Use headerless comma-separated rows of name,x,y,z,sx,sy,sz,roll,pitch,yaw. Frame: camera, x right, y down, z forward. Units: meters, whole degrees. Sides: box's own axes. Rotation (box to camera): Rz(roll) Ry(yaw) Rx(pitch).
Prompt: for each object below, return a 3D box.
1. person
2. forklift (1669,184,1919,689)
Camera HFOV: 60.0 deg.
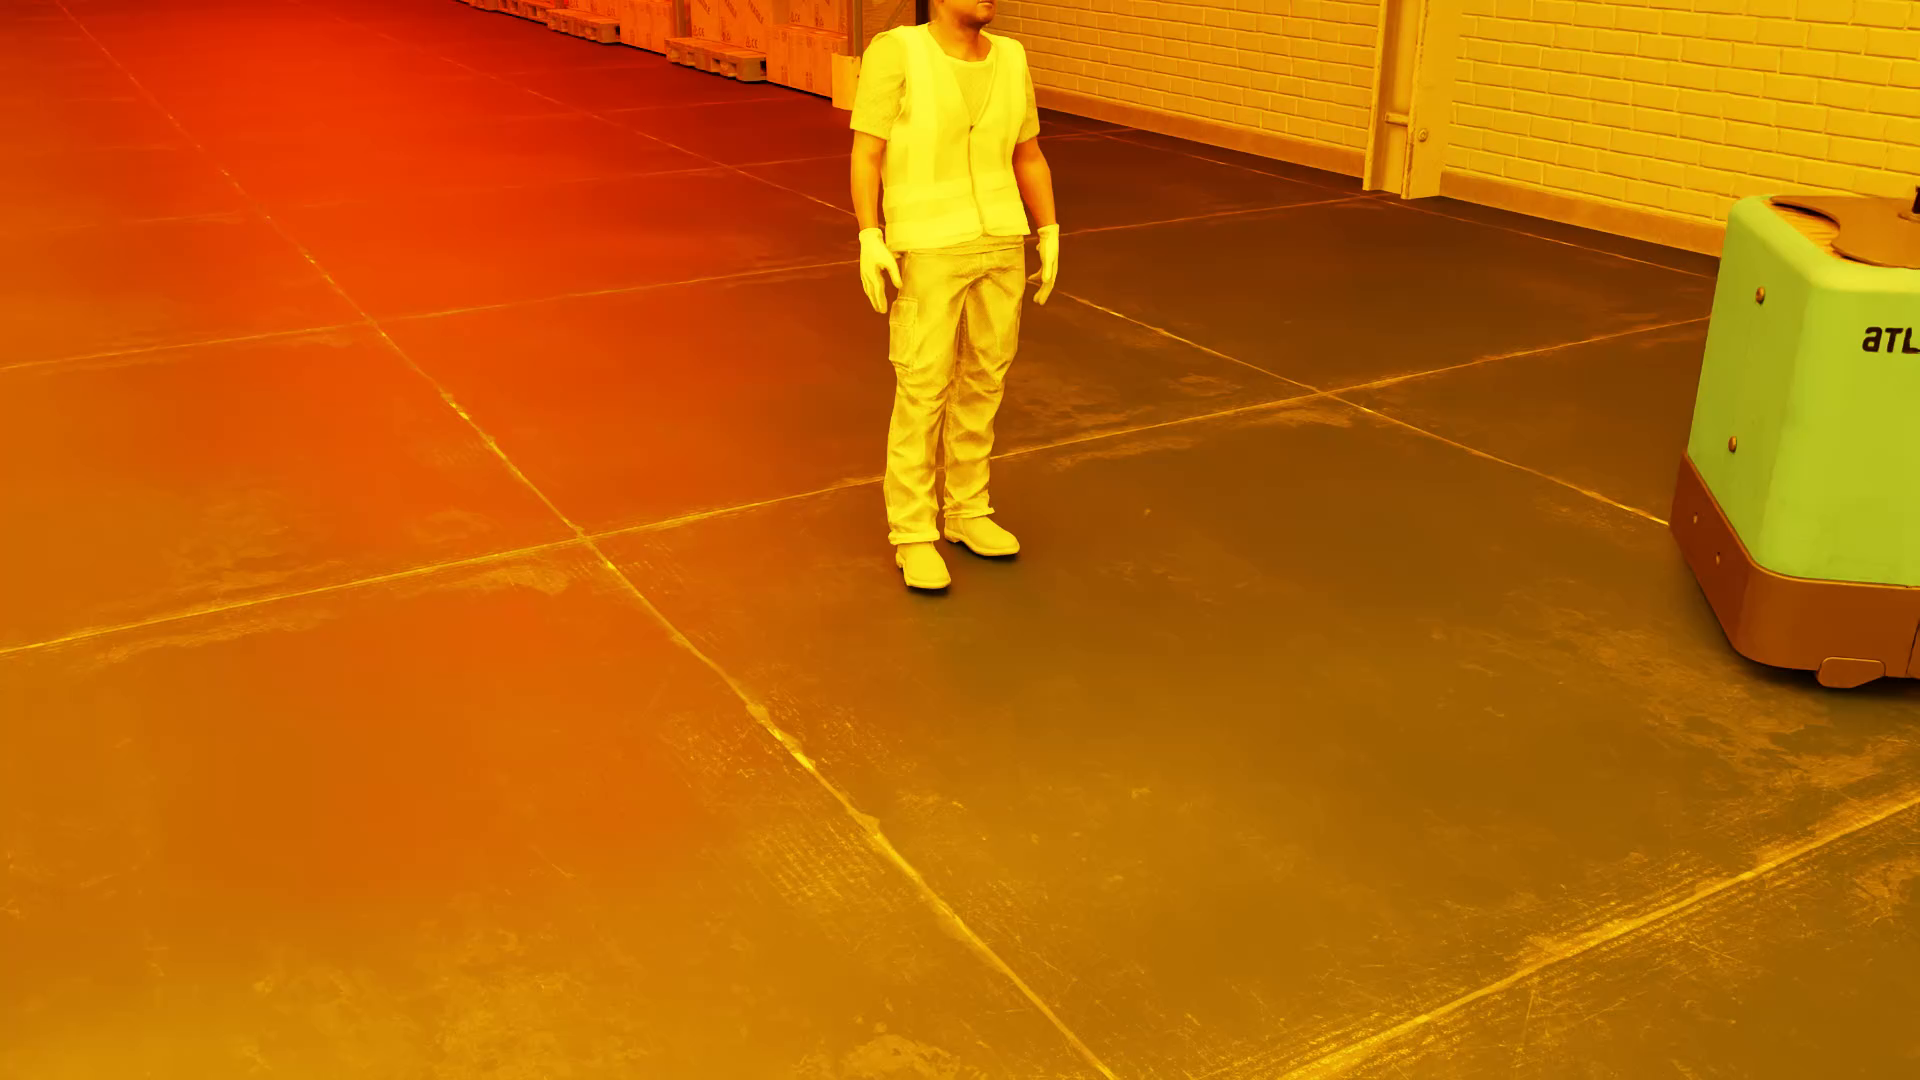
person,0.030,-0.806,4.732,0.656,1.784,0.575,-12,25,-28
forklift,3.554,-1.058,3.853,3.031,2.935,1.130,4,23,10
